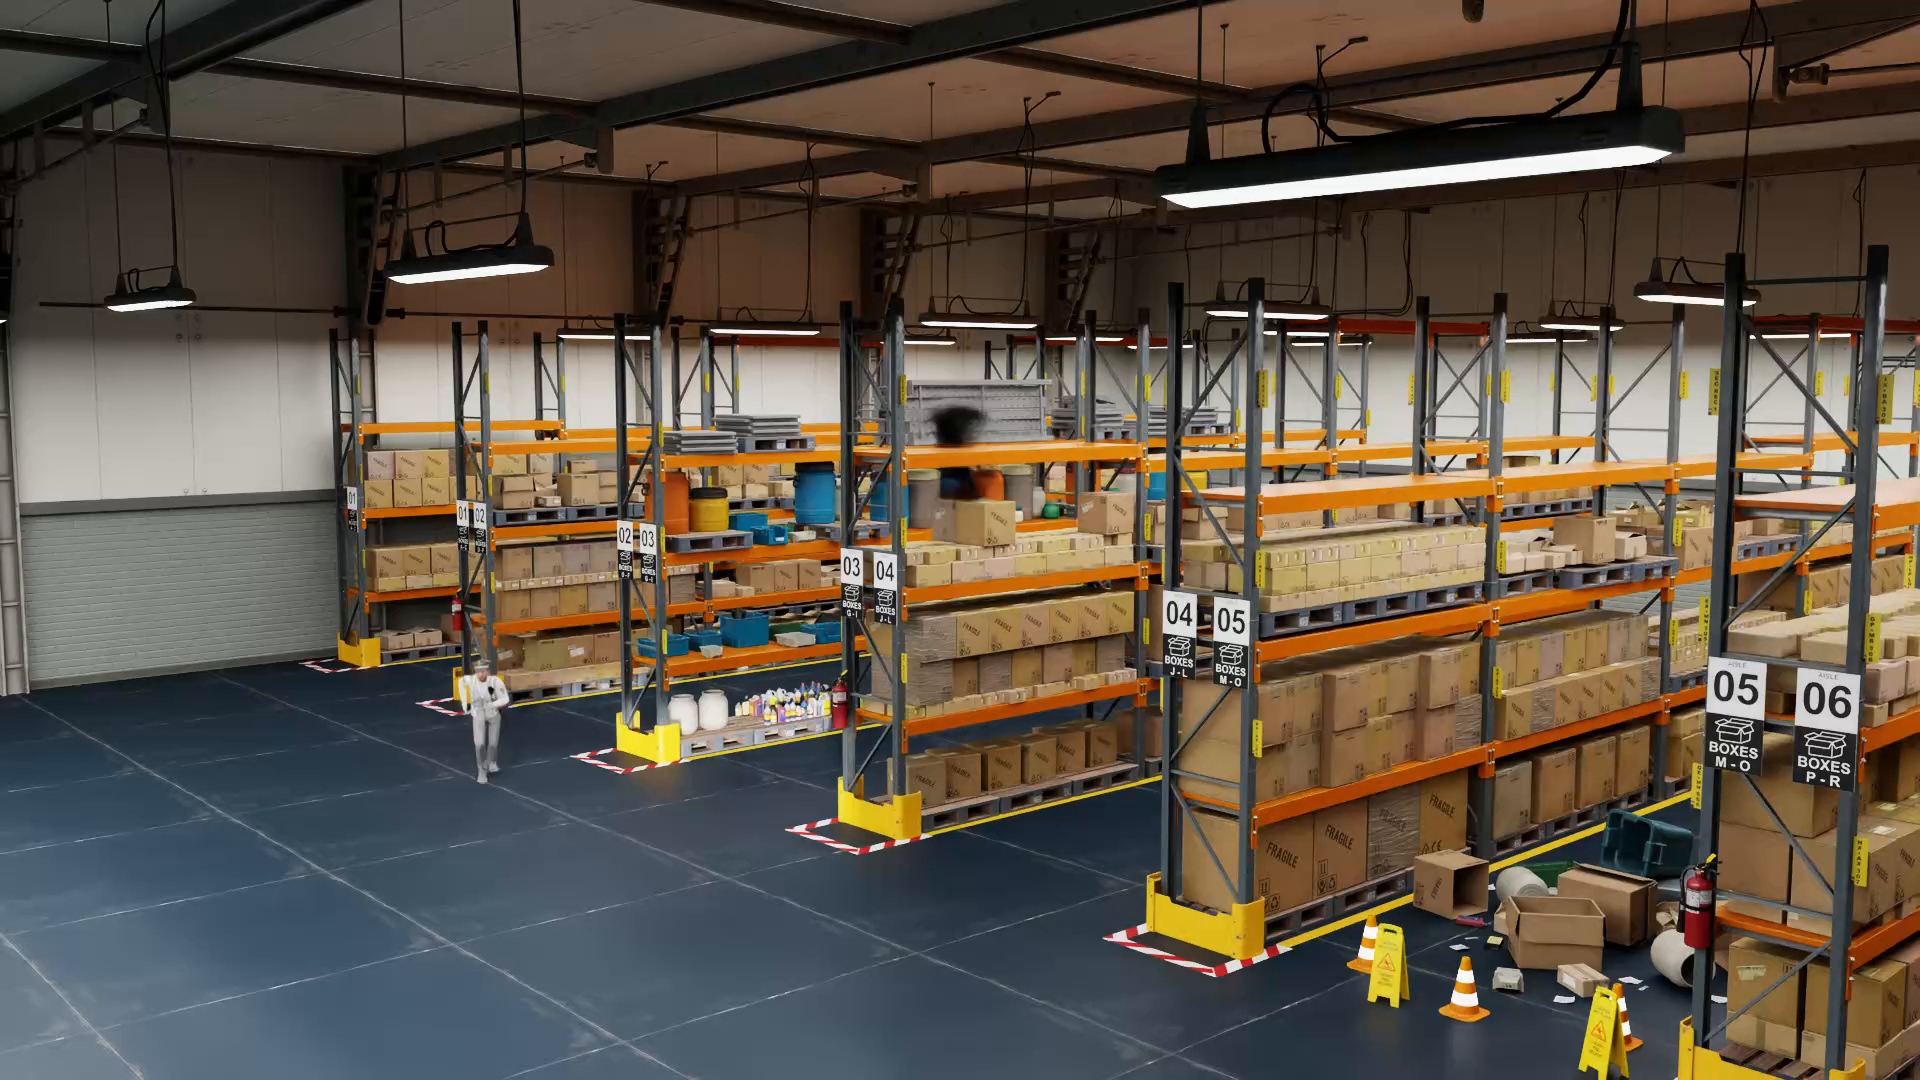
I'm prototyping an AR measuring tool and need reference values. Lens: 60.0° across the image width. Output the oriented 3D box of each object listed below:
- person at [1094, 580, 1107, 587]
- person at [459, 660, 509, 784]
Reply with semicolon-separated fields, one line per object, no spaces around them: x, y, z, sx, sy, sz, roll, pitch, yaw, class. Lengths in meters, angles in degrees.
2.561;1.070;32.709;0.651;1.722;0.948;4;7;35;person
-6.060;2.303;21.215;0.655;1.660;0.861;-1;6;-7;person
